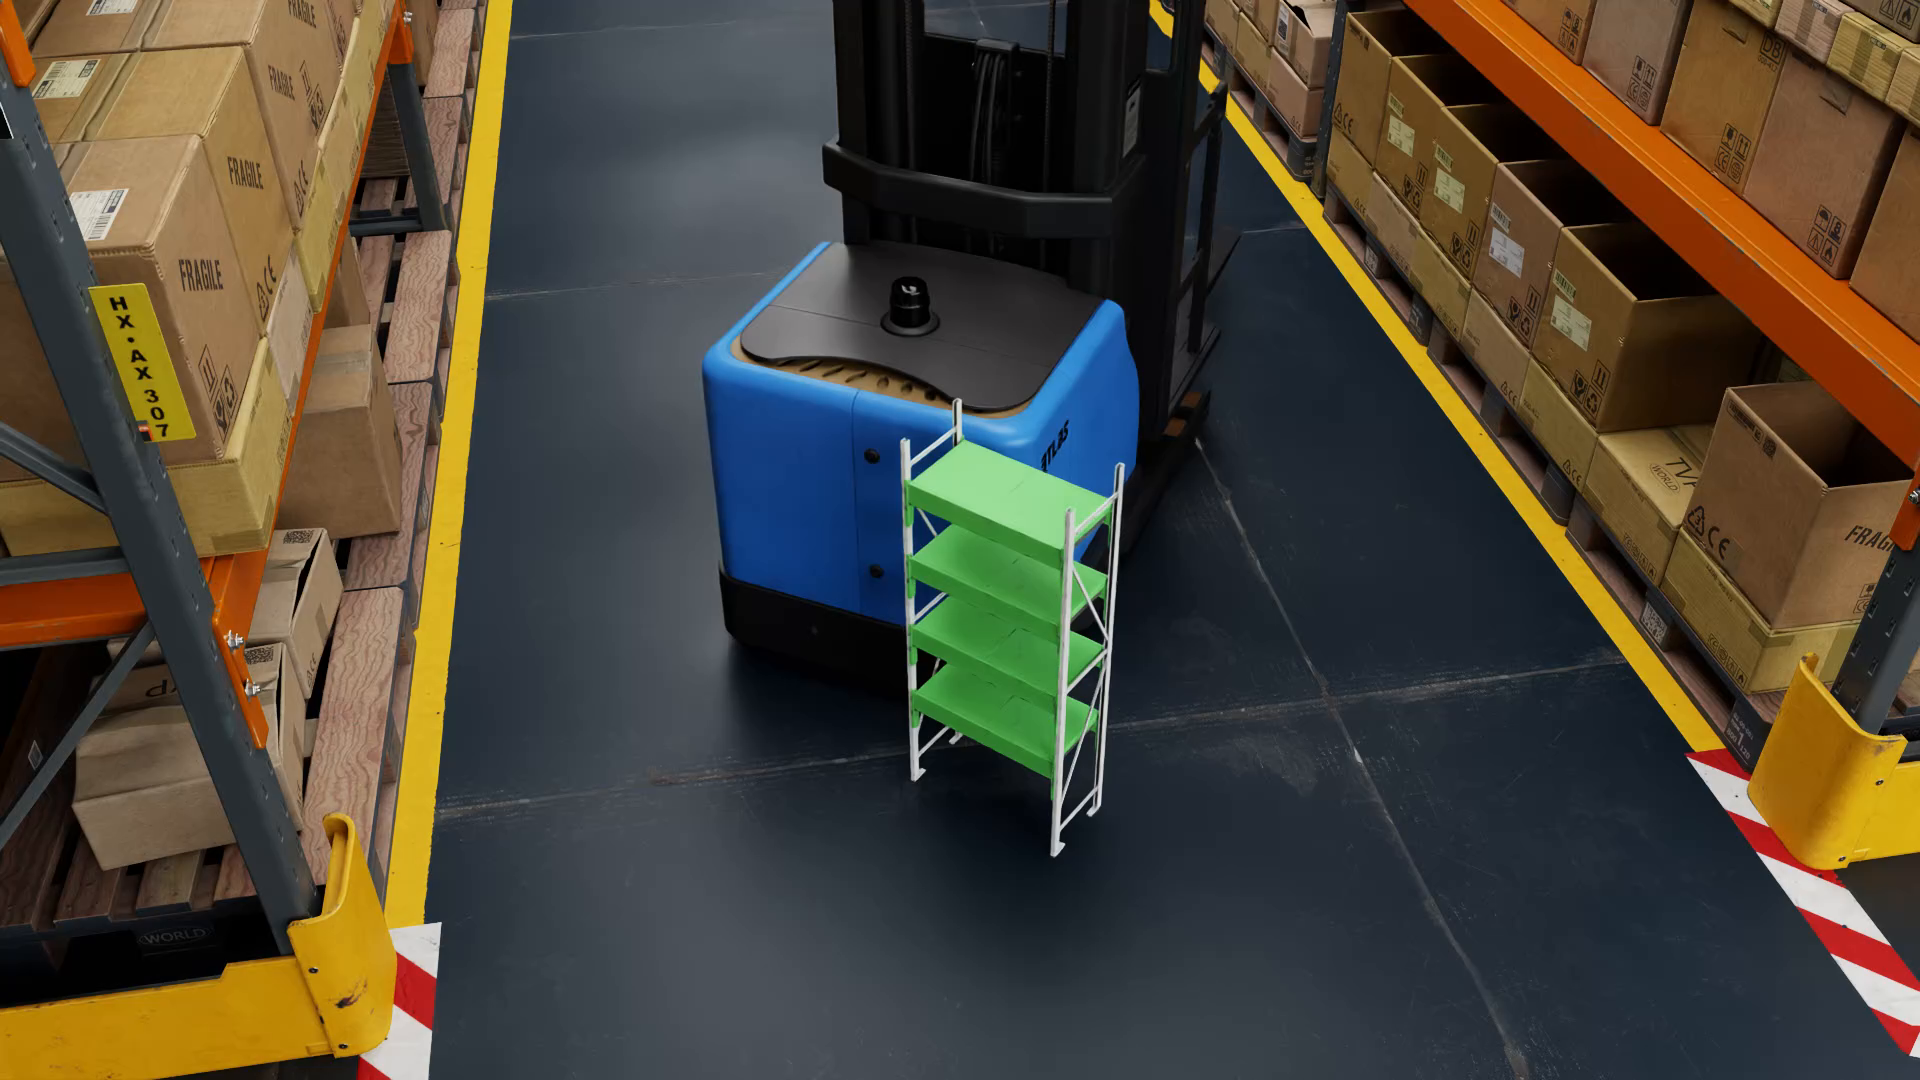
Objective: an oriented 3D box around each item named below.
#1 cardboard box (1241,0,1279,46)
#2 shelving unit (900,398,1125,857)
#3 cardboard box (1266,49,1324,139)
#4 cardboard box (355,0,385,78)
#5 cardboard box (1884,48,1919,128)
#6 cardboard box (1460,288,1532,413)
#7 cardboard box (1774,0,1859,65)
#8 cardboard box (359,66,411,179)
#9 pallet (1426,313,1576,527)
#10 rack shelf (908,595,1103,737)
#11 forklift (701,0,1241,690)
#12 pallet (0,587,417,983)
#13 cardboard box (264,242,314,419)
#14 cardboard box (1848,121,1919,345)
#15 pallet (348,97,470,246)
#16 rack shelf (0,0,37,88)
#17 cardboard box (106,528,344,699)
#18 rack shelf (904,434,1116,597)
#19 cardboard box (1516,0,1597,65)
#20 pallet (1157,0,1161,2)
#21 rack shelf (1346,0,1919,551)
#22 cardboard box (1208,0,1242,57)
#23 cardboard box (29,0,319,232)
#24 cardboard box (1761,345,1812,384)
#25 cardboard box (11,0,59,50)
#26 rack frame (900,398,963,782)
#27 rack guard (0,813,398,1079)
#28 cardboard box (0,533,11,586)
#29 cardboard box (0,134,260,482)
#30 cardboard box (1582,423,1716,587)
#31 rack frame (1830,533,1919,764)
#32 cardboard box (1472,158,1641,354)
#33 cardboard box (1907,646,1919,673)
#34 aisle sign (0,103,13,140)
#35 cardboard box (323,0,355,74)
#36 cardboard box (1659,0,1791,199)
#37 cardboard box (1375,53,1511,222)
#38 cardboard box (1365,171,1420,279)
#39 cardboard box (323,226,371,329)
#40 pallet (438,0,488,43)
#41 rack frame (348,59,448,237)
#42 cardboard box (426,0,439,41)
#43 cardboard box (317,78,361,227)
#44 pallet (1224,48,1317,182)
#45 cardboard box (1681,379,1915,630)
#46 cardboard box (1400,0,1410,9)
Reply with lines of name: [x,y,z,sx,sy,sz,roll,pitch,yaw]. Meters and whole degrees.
cardboard box: [1.712,-2.695,8.216,0.500,0.311,0.500,-5,38,-7]
shelving unit: [0.128,0.258,4.438,0.503,1.200,0.258,24,44,28]
cardboard box: [1.805,-2.166,7.991,0.500,0.250,0.500,-7,38,-8]
cardboard box: [-2.253,-1.725,5.631,0.500,0.250,0.500,-6,38,-8]
cardboard box: [2.562,-1.114,4.129,0.380,0.149,0.250,-5,38,-7]
cardboard box: [2.204,-0.727,6.140,0.500,0.250,0.500,-6,38,-8]
cardboard box: [2.475,-1.421,4.524,0.380,0.149,0.250,-6,38,-7]
cardboard box: [-2.859,-1.961,7.508,0.700,0.500,0.500,-5,38,-6]
pallet: [2.478,-0.542,6.275,1.003,0.211,1.213,-6,38,-8]
rack shelf: [0.128,0.309,4.477,0.480,0.148,0.258,24,44,28]
forklift: [0.294,-1.537,5.339,1.130,2.935,3.031,15,40,18]
pallet: [-2.133,0.646,4.747,1.003,0.211,1.213,-6,38,-8]
cardboard box: [-1.890,-0.505,4.061,0.500,0.250,0.500,-7,38,-9]
cardboard box: [2.795,-0.773,4.219,0.700,0.500,0.500,-6,38,-8]
pallet: [-2.851,-1.700,7.766,1.003,0.211,1.213,-6,38,-8]
rack shelf: [-2.363,-2.024,4.051,1.077,0.370,4.000,-6,38,-8]
cardboard box: [-2.145,0.201,4.879,0.500,0.311,0.500,-3,38,-4]
rack shelf: [0.126,-0.069,4.181,0.480,0.148,0.258,24,44,28]
cardboard box: [2.430,-2.017,5.820,0.700,0.500,0.500,-6,38,-7]
pallet: [1.567,-3.680,10.314,1.003,0.211,1.213,-6,38,-8]
rack shelf: [2.513,-1.374,5.660,1.077,0.370,4.000,-6,38,-8]
cardboard box: [1.628,-2.780,8.783,0.500,0.250,0.500,-5,38,-7]
cardboard box: [-1.961,-1.093,4.207,0.500,0.500,0.500,-7,38,-9]
cardboard box: [2.899,-0.476,5.205,0.500,0.500,0.500,-6,38,-8]
cardboard box: [-2.478,-1.039,4.137,0.500,0.500,0.500,-7,38,-9]
rack frame: [-0.069,0.170,4.551,0.015,1.200,0.240,24,44,28]
rack guard: [-2.026,1.026,4.022,1.175,0.500,0.348,-6,38,-8]
cardboard box: [-2.285,-0.125,3.572,0.500,0.250,0.500,-6,38,-7]
cardboard box: [-1.800,-0.481,3.418,0.500,0.500,0.500,-6,38,-8]
cardboard box: [2.380,-0.123,5.362,0.500,0.250,0.500,-6,38,-8]
rack frame: [2.864,-0.450,3.885,1.000,3.000,0.127,-6,38,-8]
cardboard box: [2.201,-1.023,5.909,0.500,0.500,0.500,-6,38,-8]
cardboard box: [2.989,0.122,5.047,0.500,0.250,0.500,-6,38,-8]
aisle sign: [-1.704,-0.931,2.384,0.394,0.787,0.004,-6,38,-8]
cardboard box: [-2.155,-1.718,5.011,0.500,0.500,0.500,-7,38,-9]
cardboard box: [2.617,-1.390,5.013,0.700,0.500,0.500,-6,38,-8]
cardboard box: [2.031,-1.627,6.688,0.500,0.500,0.500,-6,38,-8]
cardboard box: [2.028,-1.331,6.917,0.500,0.250,0.500,-6,38,-8]
cardboard box: [-2.492,-0.895,6.136,0.500,0.500,0.500,-9,39,-11]
pallet: [-3.279,-3.174,9.663,1.003,0.211,1.213,-6,38,-8]
rack frame: [-2.714,-2.331,6.306,1.000,3.000,0.127,-6,38,-8]
cardboard box: [-3.146,-2.884,8.696,0.700,0.500,0.500,-6,38,-8]
cardboard box: [-2.060,-1.119,4.851,0.500,0.250,0.500,-6,38,-8]
pallet: [1.995,-2.206,8.417,1.003,0.211,1.213,-6,38,-8]
cardboard box: [2.477,-0.118,4.745,0.500,0.500,0.500,-6,38,-8]
cardboard box: [2.336,-2.444,7.893,0.500,0.311,0.500,-6,38,-8]
